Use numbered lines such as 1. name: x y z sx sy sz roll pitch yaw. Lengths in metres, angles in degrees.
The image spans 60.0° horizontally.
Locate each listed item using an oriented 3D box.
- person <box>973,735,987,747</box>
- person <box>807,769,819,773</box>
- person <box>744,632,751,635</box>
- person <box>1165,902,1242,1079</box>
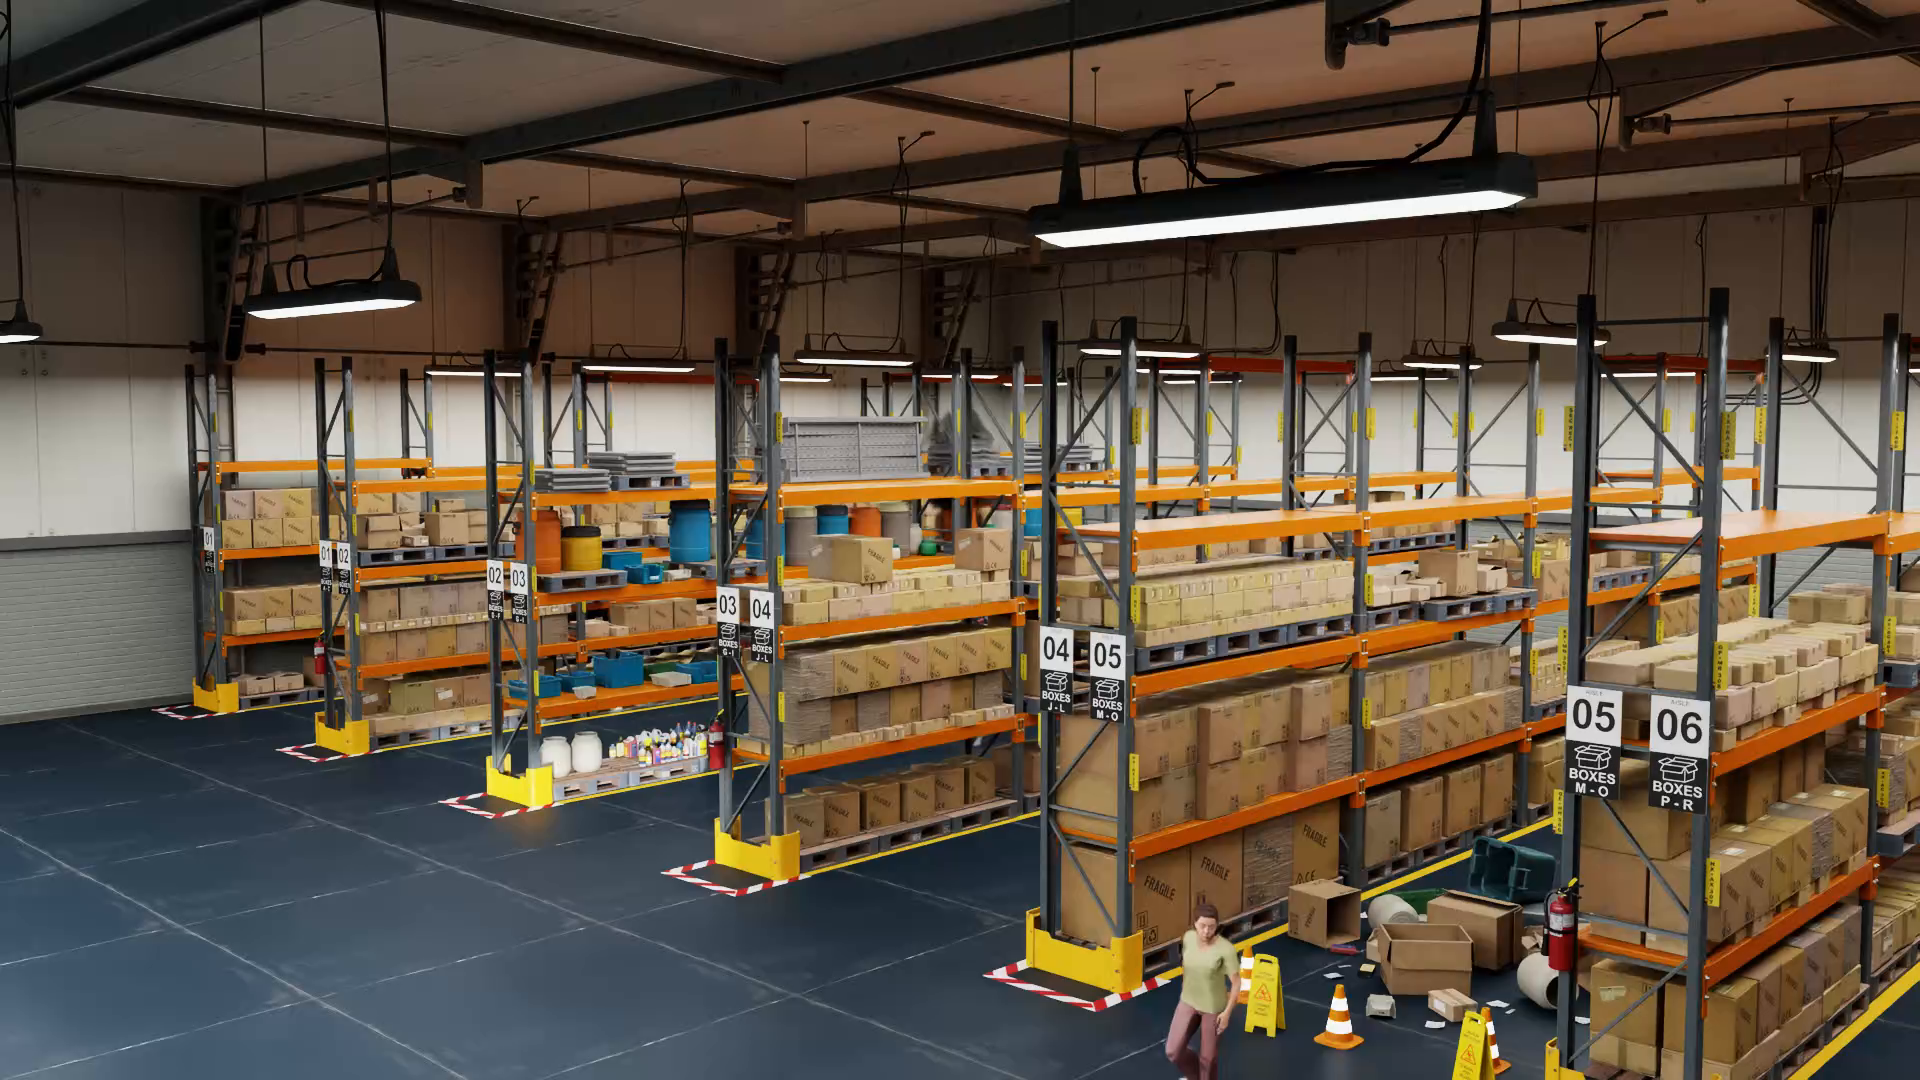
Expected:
1. person: 0.321 2.352 25.805 0.671 1.707 0.759 2 5 20
2. person: -2.212 2.475 23.626 0.680 1.724 0.771 3 5 36
3. person: -4.129 1.698 33.742 0.701 1.719 0.635 4 6 39
4. person: 1.815 3.422 12.188 0.567 1.629 0.598 2 5 28
